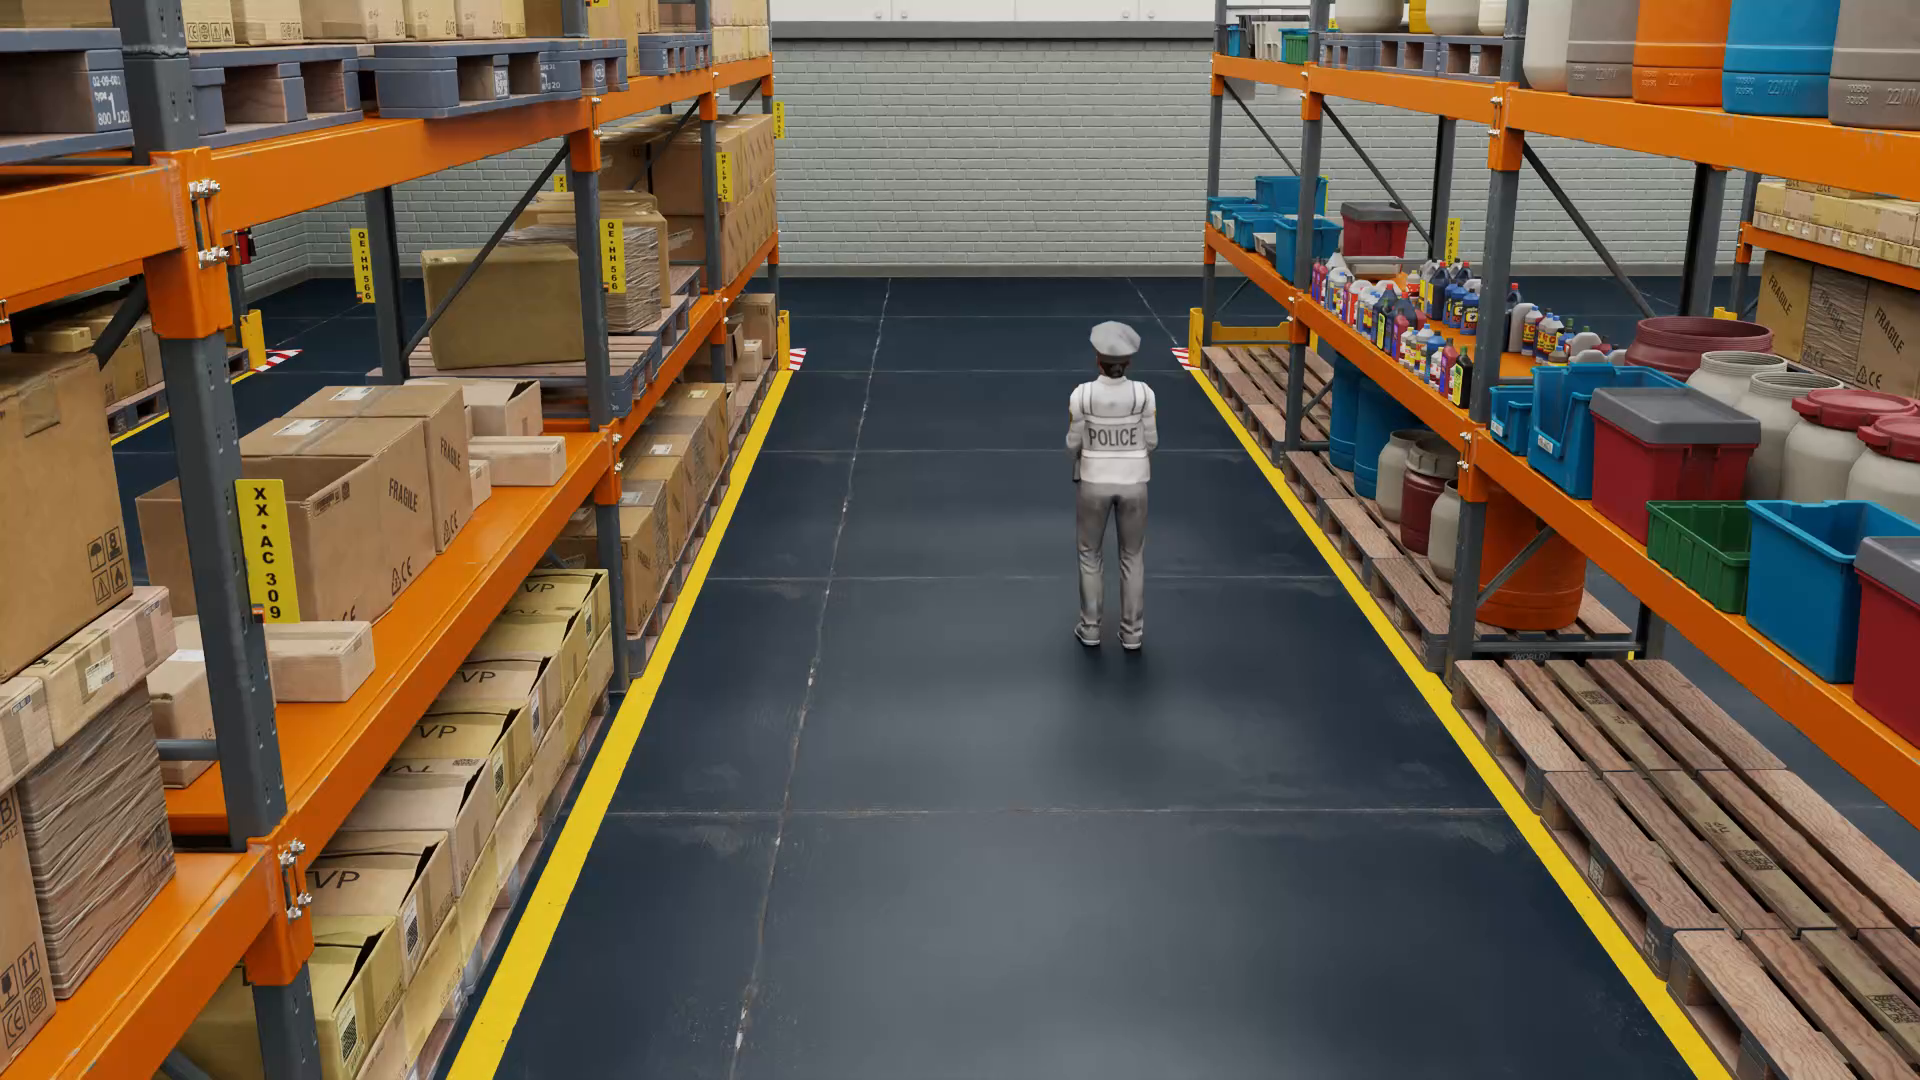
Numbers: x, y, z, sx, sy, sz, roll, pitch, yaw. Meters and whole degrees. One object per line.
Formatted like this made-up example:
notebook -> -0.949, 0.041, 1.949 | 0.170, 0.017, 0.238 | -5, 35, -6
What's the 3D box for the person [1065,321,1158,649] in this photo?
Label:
person -> 0.760, -0.284, 8.416 | 0.460, 1.687, 0.556 | 0, 17, -1
